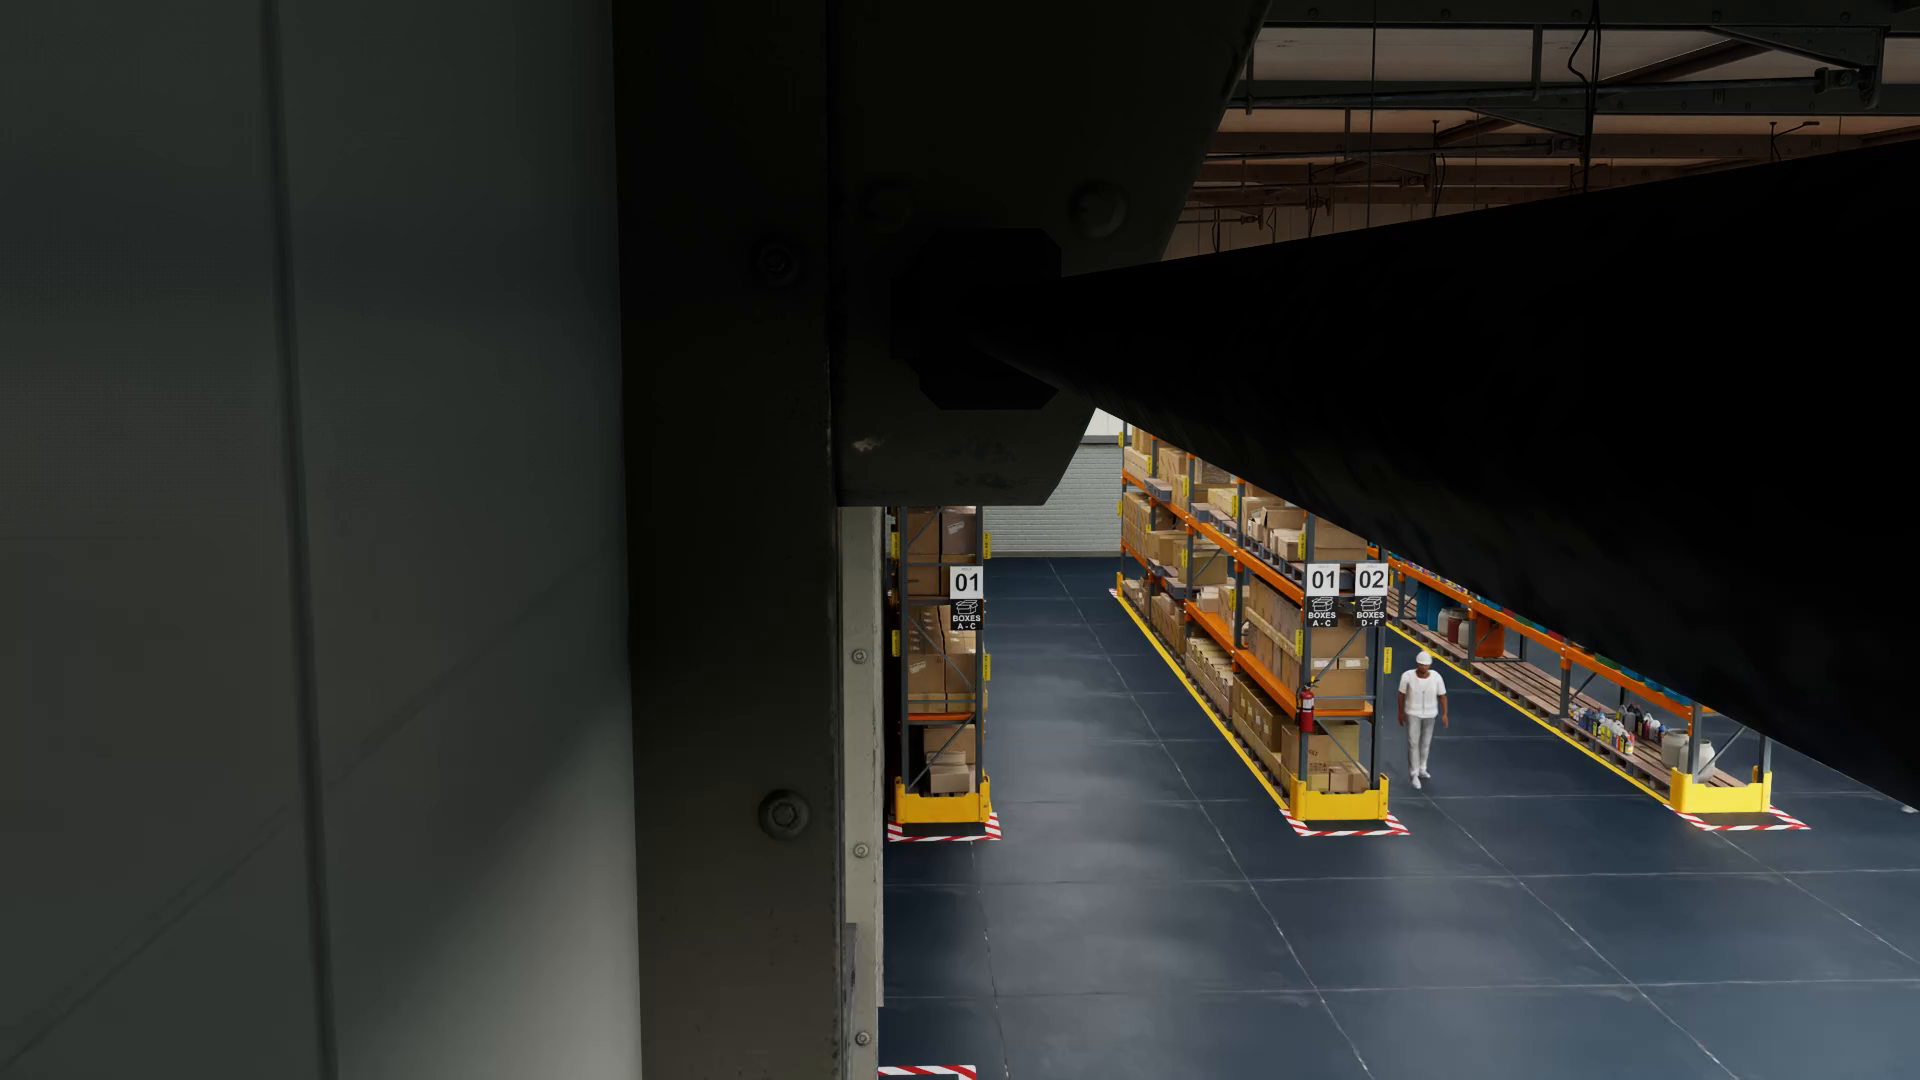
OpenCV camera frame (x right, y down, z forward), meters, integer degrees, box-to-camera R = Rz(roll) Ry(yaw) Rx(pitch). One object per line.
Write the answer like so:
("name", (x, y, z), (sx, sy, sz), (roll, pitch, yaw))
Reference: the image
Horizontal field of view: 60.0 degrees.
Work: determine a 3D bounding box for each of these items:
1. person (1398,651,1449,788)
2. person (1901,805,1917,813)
("person", (6.173, 2.356, 22.152), (0.622, 1.775, 0.705), (1, 8, 6))
("person", (12.094, 2.522, 20.923), (0.868, 1.761, 0.568), (-6, 10, -35))
